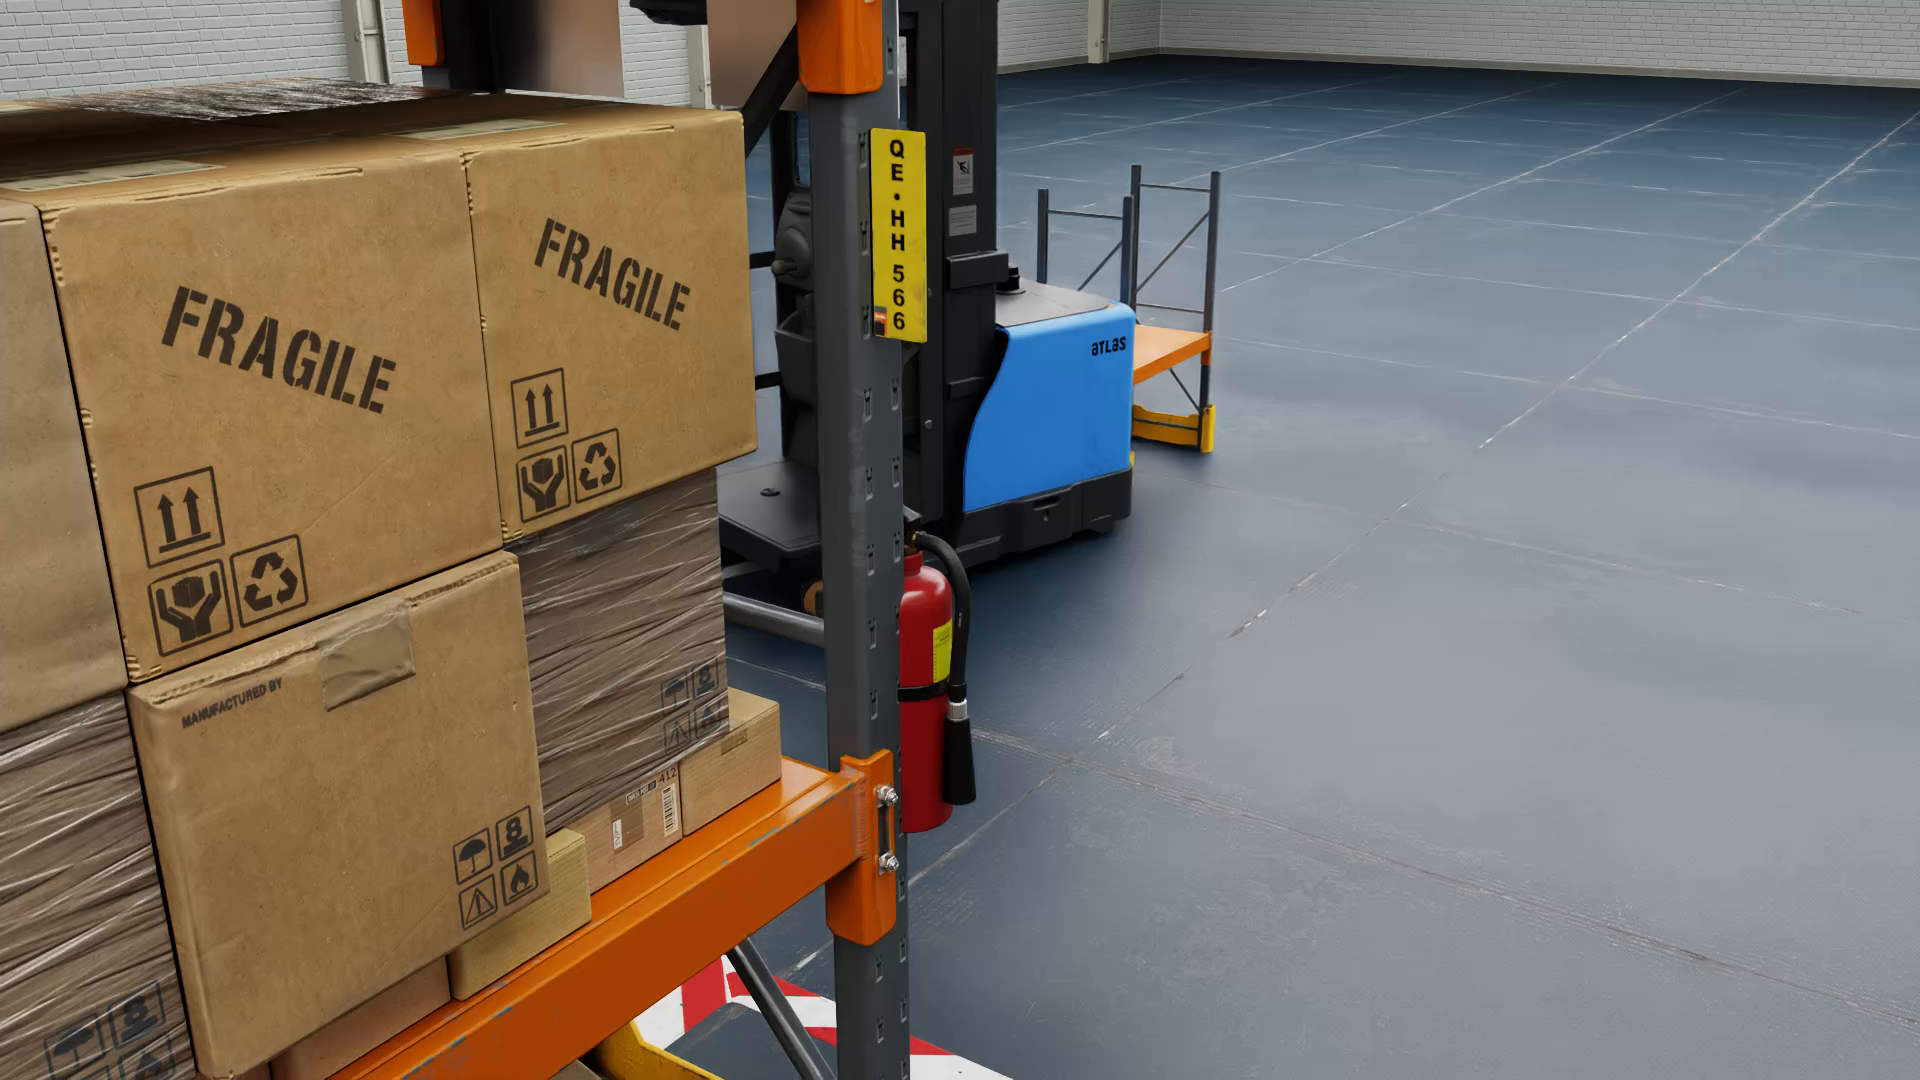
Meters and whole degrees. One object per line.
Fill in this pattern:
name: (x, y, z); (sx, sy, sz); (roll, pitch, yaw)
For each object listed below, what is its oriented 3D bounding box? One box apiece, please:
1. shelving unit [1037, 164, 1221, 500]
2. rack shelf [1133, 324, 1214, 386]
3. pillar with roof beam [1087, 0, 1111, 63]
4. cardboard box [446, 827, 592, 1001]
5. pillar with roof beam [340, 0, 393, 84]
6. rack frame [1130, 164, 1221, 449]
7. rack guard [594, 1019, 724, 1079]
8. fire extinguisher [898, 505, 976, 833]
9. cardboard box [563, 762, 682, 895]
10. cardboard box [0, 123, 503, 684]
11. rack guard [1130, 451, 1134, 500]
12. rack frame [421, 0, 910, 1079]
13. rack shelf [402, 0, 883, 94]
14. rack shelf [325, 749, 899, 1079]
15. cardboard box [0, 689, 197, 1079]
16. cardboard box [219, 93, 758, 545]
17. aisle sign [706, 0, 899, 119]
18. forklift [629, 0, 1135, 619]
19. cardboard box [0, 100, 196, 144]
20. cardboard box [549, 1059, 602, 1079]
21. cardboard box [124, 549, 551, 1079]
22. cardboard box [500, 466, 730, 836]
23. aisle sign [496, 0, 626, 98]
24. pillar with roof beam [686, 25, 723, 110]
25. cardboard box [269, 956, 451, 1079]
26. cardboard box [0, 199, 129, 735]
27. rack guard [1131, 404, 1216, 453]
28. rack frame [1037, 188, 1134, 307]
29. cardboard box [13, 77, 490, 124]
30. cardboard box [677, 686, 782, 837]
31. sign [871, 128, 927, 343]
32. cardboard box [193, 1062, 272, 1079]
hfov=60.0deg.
shelving unit: (0.859, -1.094, 8.560); (0.587, 1.500, 1.083); (12, 23, 30)
rack shelf: (0.864, -0.928, 8.630); (0.538, 0.185, 1.000); (12, 23, 30)
pillar with roof beam: (6.442, -13.353, 30.893); (9.100, 9.000, 0.400); (13, 24, 32)
cardboard box: (-0.771, 0.498, 2.458); (0.380, 0.149, 0.250); (13, 24, 32)
pillar with roof beam: (-3.677, -8.188, 16.931); (9.100, 9.000, 0.400); (13, 24, 32)
rack frame: (1.131, -1.247, 8.973); (0.500, 1.500, 0.032); (12, 23, 30)
rack guard: (-0.585, 1.299, 3.534); (1.175, 0.500, 0.348); (13, 24, 32)
fire extinguisher: (-0.097, 0.198, 3.018); (0.296, 0.674, 0.183); (13, 24, 32)
cardboard box: (-0.673, 0.416, 2.679); (0.380, 0.149, 0.250); (13, 24, 32)
cardboard box: (-0.924, -0.200, 1.969); (0.500, 0.500, 0.500); (13, 24, 32)
rack guard: (0.598, -0.361, 8.380); (0.587, 0.250, 0.087); (12, 23, 30)
rack frame: (-0.545, 0.104, 3.161); (0.949, 2.616, 0.053); (13, 24, 32)
rack shelf: (-1.667, -0.391, 1.212); (1.077, 0.370, 4.000); (13, 24, 32)
rack shelf: (-1.667, 1.016, 1.732); (1.077, 0.370, 4.000); (13, 24, 32)
cardboard box: (-1.373, 0.372, 1.862); (0.875, 0.500, 0.500); (13, 24, 32)
cardboard box: (-0.647, -0.345, 2.360); (0.500, 0.500, 0.500); (13, 24, 32)
aisle sign: (-0.260, -1.074, 2.598); (0.394, 0.787, 0.004); (13, 24, 32)
forklift: (-0.651, -1.242, 6.899); (3.031, 2.935, 1.130); (-16, 25, -36)
cardboard box: (-1.364, -0.304, 2.249); (0.500, 0.500, 0.500); (13, 24, 32)
cardboard box: (-0.908, 1.256, 3.044); (0.500, 0.500, 0.500); (19, 28, 42)
cardboard box: (-1.056, 0.237, 2.227); (0.875, 0.500, 0.500); (13, 24, 32)
cardboard box: (-0.875, 0.070, 2.678); (0.875, 0.500, 0.500); (13, 24, 32)
aisle sign: (-0.756, -1.191, 2.914); (0.394, 0.787, 0.004); (13, 24, 32)
pillar with roof beam: (-0.304, -9.910, 21.585); (9.100, 9.000, 0.400); (13, 24, 32)
cardboard box: (-0.924, 0.566, 2.272); (0.380, 0.149, 0.250); (13, 24, 32)
cardboard box: (-1.207, -0.057, 1.582); (0.500, 0.500, 0.500); (13, 24, 32)
rack guard: (1.121, -0.655, 9.174); (0.587, 0.250, 0.087); (12, 23, 30)
rack frame: (0.597, -0.946, 8.162); (0.500, 1.500, 0.032); (12, 23, 30)
cardboard box: (-1.077, -0.446, 2.634); (0.500, 0.500, 0.500); (13, 24, 32)
cardboard box: (-0.532, 0.344, 2.873); (0.380, 0.149, 0.250); (13, 24, 32)
sign: (-0.095, -0.473, 2.595); (0.100, 0.325, 0.005); (13, 24, 32)
cardboard box: (-1.099, 0.630, 2.100); (0.380, 0.149, 0.250); (13, 24, 32)
